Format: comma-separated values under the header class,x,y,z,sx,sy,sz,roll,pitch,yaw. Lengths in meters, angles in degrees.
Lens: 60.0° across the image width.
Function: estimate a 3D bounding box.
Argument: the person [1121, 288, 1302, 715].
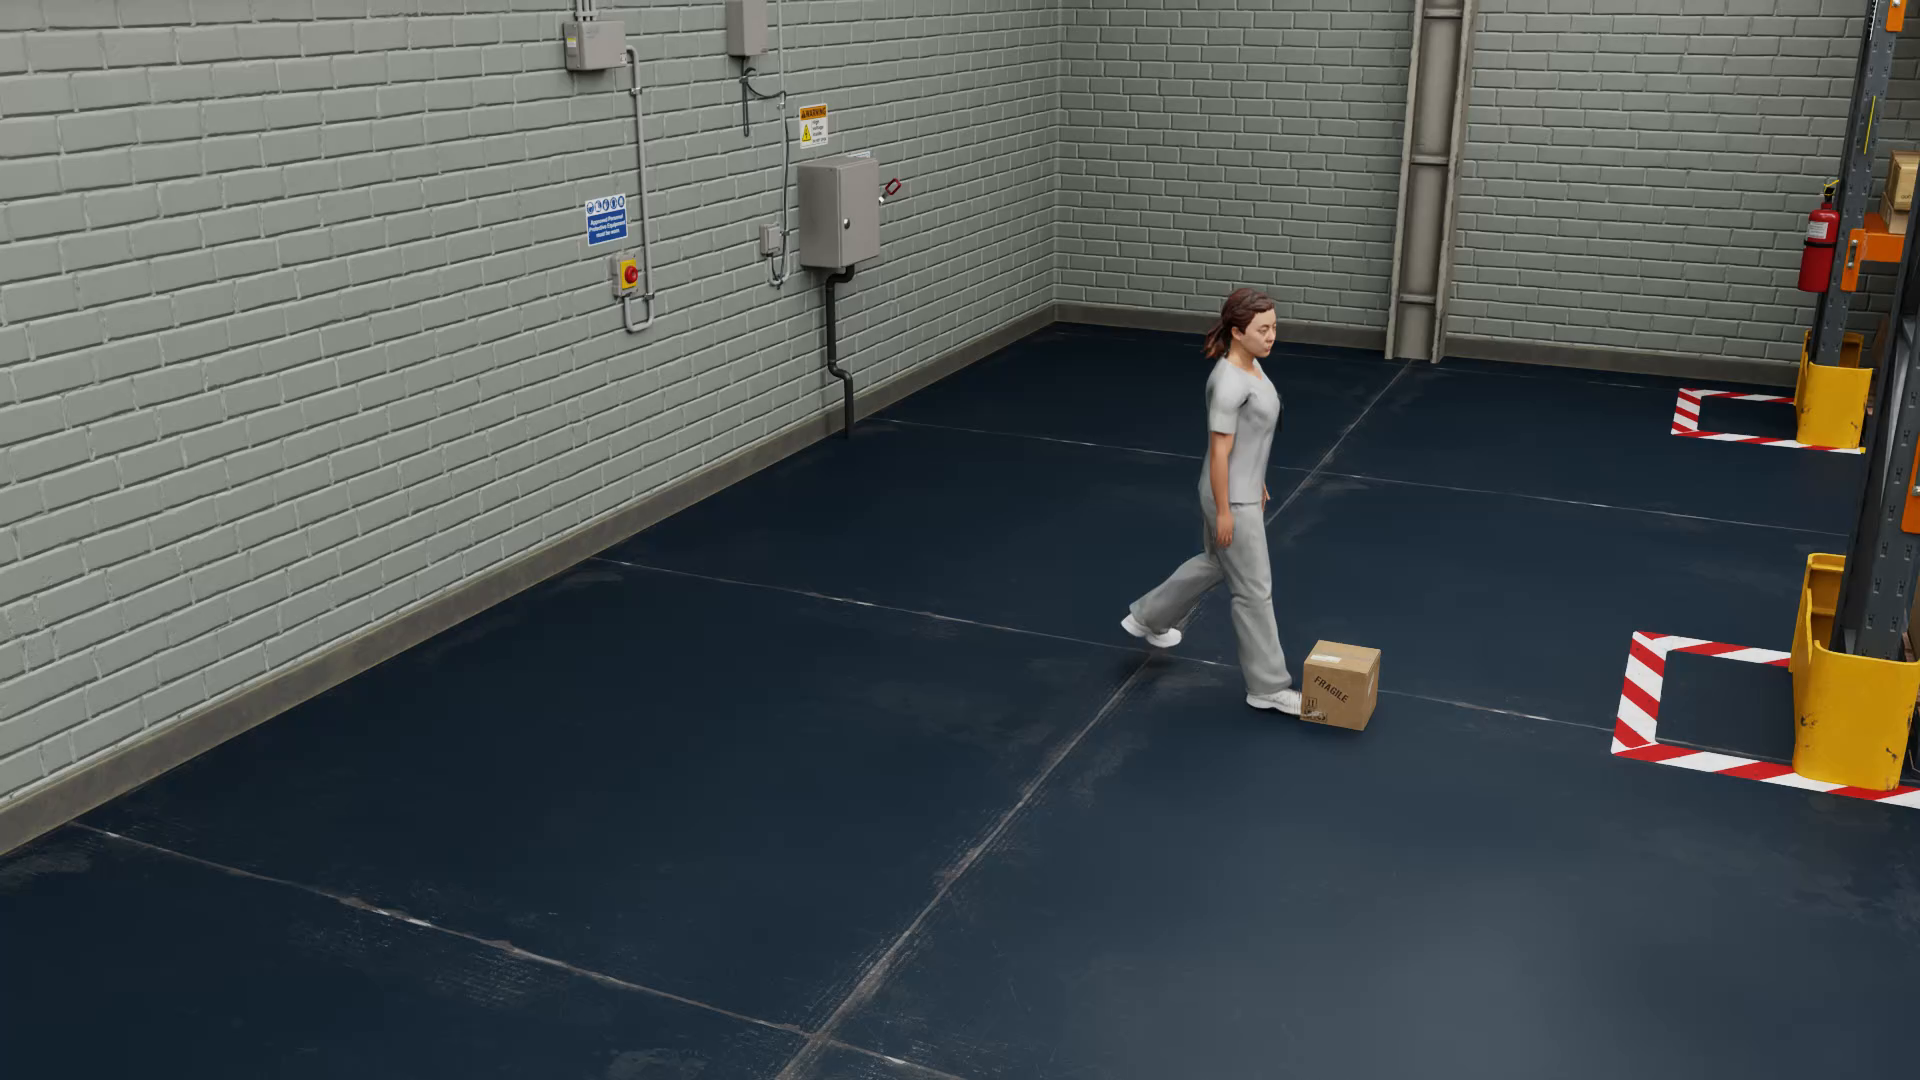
class,x,y,z,sx,sy,sz,roll,pitch,yaw
person,1.065,-0.188,6.581,0.858,1.657,0.565,5,20,13
